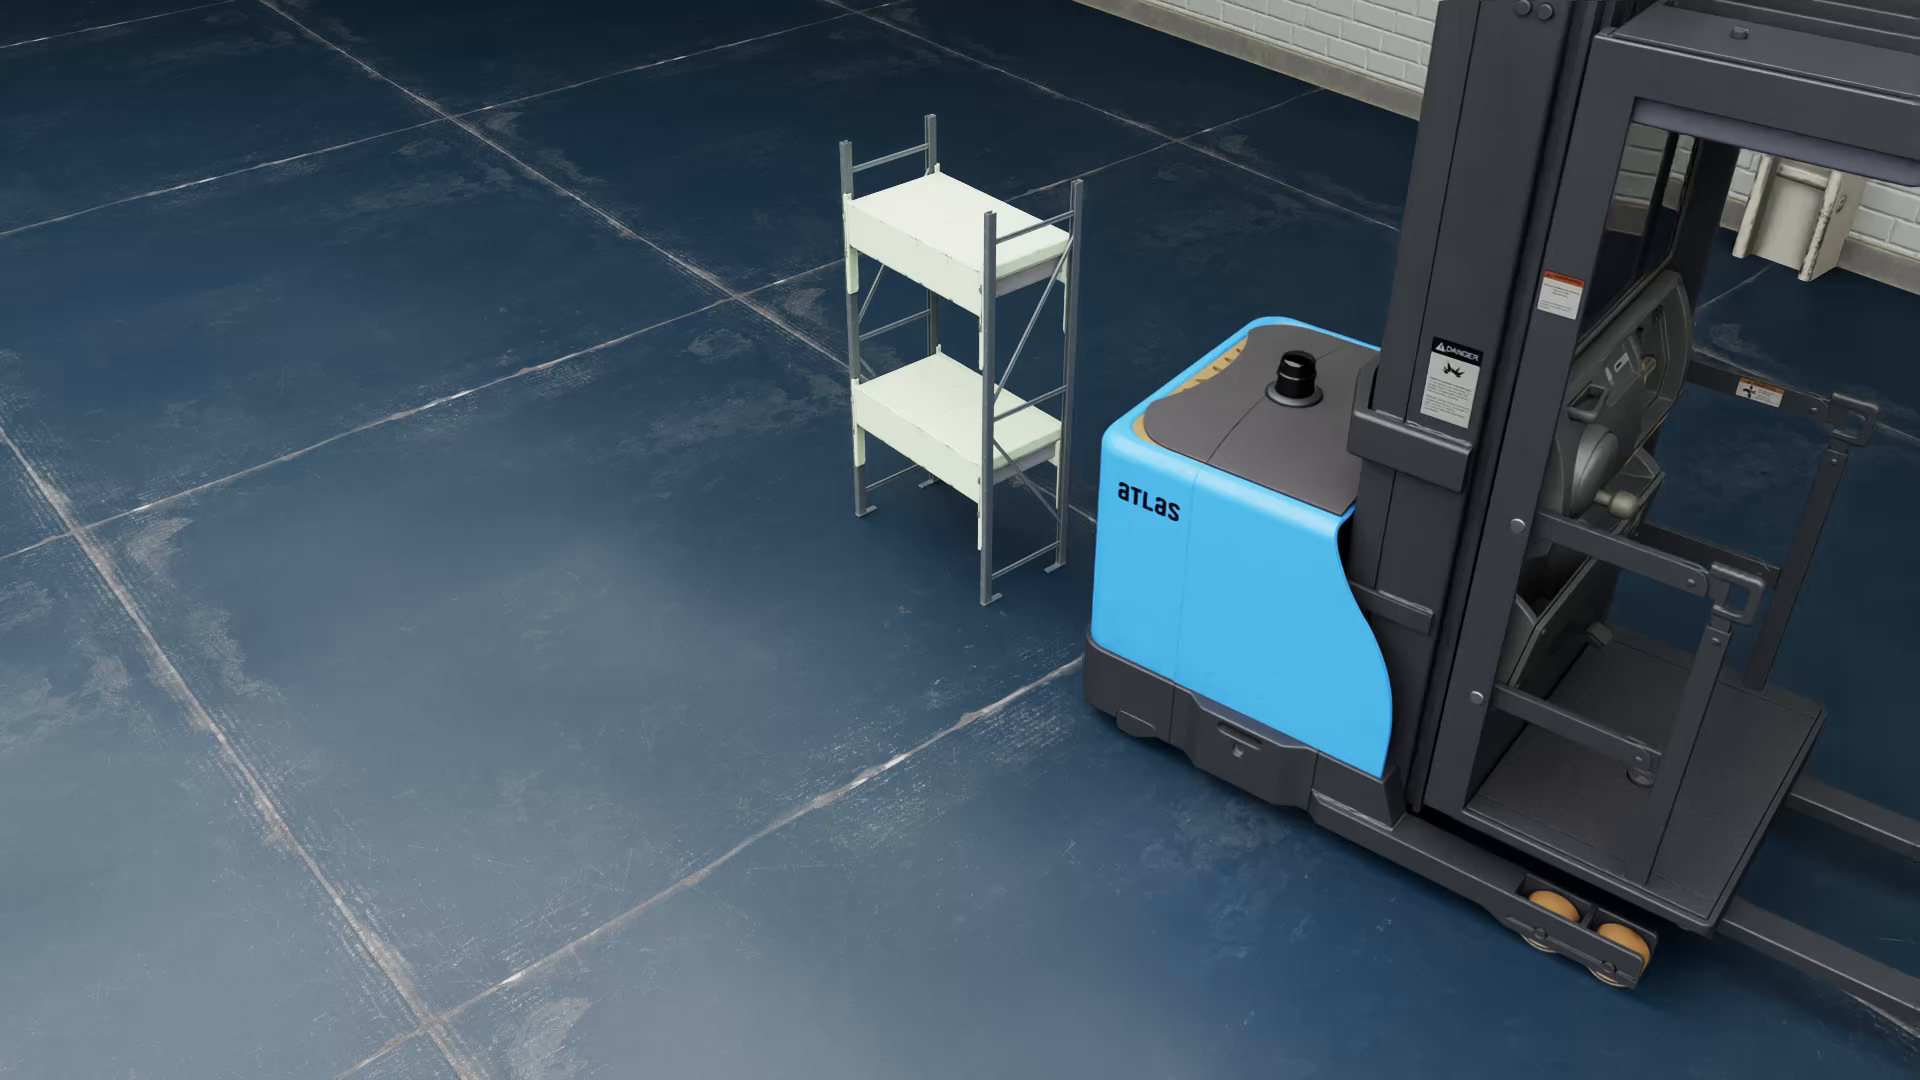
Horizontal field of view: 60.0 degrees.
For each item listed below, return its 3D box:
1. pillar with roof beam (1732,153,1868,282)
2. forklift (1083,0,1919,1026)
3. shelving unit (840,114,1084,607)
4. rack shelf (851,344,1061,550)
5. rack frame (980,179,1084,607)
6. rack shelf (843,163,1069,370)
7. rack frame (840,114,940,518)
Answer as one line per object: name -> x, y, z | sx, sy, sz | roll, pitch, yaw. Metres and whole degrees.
pillar with roof beam -> 0.783, -3.452, 3.338 | 9.100, 9.000, 0.400 | -26, 43, -32
forklift -> 1.873, -0.331, 4.182 | 3.031, 2.935, 1.130 | 24, 42, 30
shelving unit -> -0.004, -0.615, 5.821 | 0.431, 1.500, 0.755 | -26, 43, -32
rack shelf -> -0.004, -0.349, 6.009 | 0.431, 0.370, 0.720 | -26, 43, -32
rack frame -> 0.232, -0.453, 5.593 | 0.400, 1.500, 0.023 | -26, 43, -32
rack shelf -> -0.004, -0.933, 5.595 | 0.431, 0.370, 0.720 | -26, 43, -32
rack frame -> -0.241, -0.777, 6.049 | 0.400, 1.500, 0.023 | -26, 43, -32
